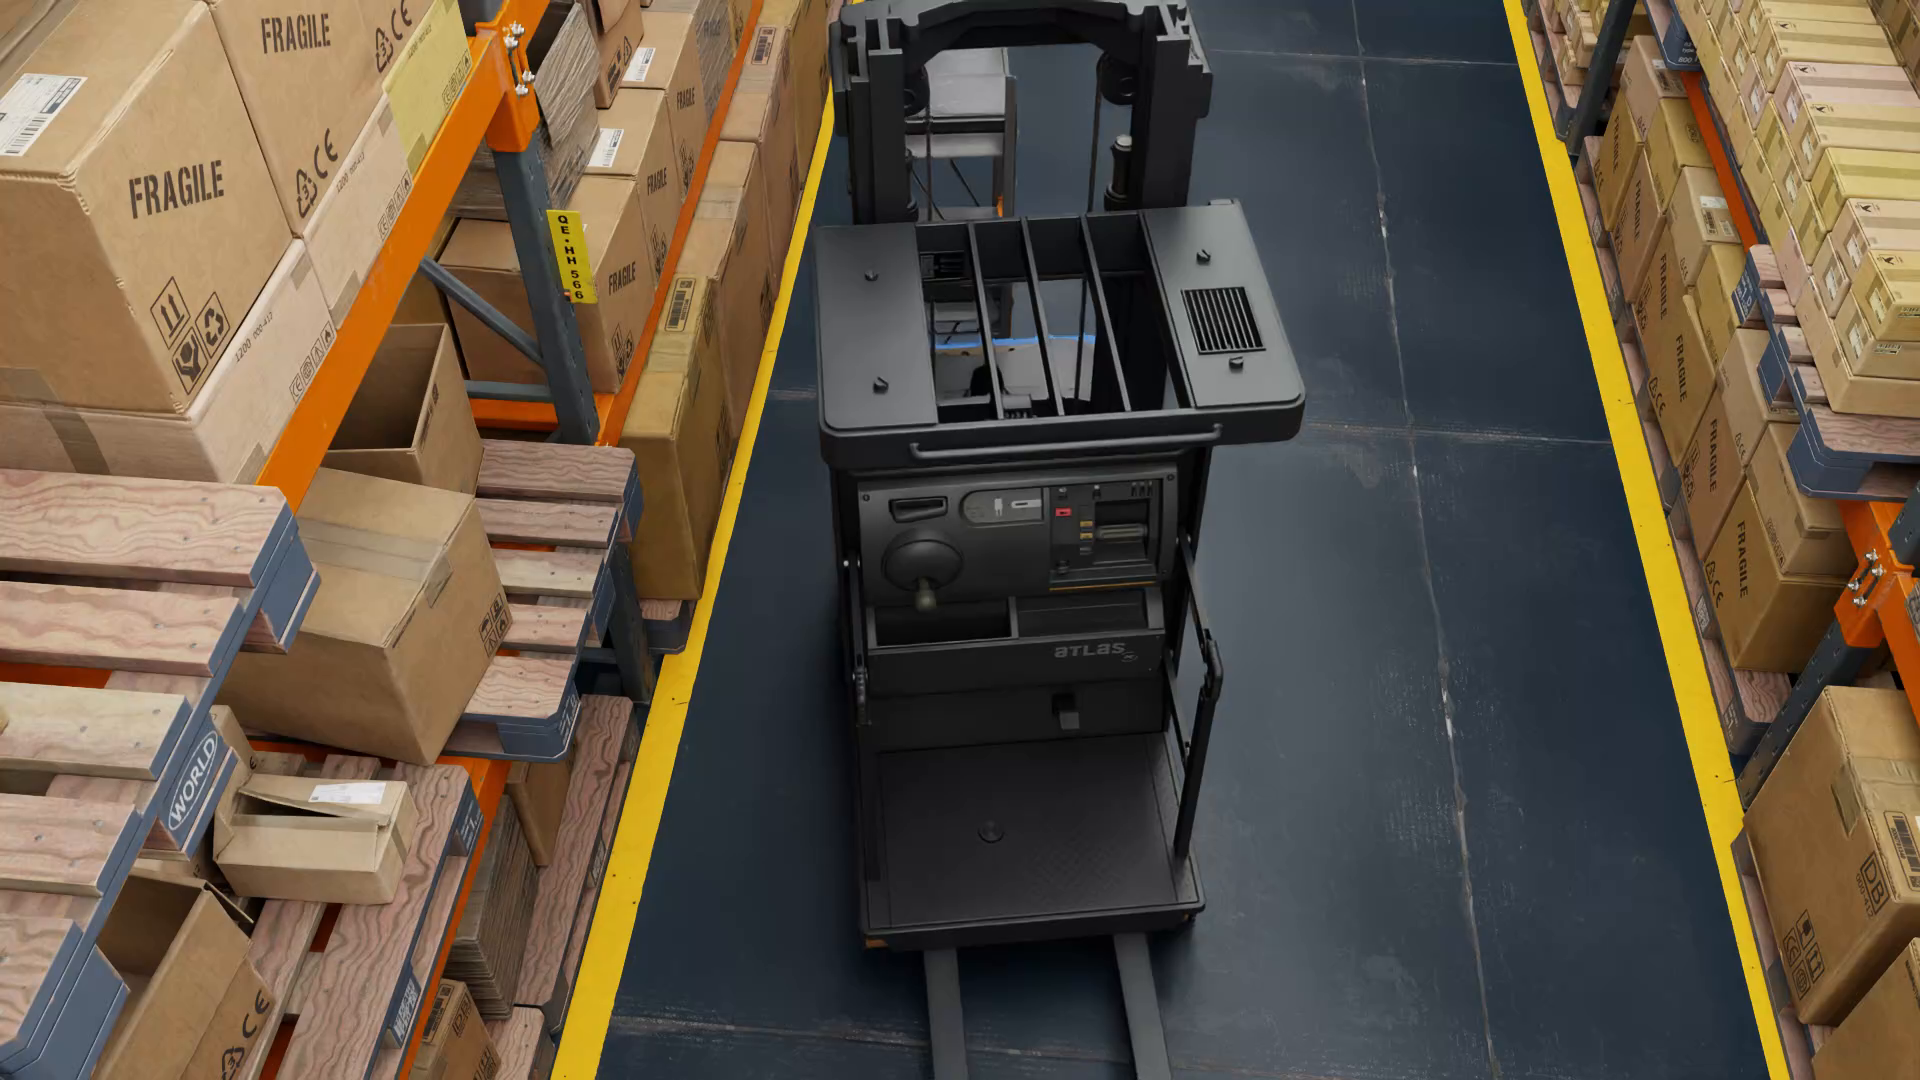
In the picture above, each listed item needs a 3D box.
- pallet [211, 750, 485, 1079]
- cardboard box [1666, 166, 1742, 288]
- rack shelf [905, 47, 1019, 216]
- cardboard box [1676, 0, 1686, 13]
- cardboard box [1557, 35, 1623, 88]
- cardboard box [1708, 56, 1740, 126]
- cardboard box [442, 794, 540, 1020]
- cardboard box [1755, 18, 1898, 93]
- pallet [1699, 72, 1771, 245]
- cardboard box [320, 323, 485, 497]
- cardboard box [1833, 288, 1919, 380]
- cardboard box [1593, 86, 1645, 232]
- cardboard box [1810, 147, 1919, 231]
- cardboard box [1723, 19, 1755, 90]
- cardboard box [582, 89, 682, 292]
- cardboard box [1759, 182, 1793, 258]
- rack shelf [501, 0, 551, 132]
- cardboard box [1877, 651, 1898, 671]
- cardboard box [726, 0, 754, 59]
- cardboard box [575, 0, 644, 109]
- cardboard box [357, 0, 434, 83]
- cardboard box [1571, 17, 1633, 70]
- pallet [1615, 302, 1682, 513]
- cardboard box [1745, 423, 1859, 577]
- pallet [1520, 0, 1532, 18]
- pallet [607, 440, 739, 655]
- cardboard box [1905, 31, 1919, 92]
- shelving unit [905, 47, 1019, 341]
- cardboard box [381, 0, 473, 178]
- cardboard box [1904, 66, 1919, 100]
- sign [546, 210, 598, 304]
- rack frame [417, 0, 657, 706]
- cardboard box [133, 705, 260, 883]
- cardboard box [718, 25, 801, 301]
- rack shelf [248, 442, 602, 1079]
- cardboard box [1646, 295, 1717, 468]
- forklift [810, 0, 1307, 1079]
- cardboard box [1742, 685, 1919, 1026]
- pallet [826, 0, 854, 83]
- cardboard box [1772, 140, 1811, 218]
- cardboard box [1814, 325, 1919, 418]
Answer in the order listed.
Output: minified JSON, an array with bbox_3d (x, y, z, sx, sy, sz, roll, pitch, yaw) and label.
[{"bbox_3d":[-1.790,1.051,3.912,1.003,0.211,1.213,4,48,4],"label":"pallet"},{"bbox_3d":[3.217,-1.263,6.799,0.500,0.250,0.500,6,48,5],"label":"cardboard box"},{"bbox_3d":[-0.033,-1.395,5.699,0.431,0.518,0.480,-2,48,-2],"label":"rack shelf"},{"bbox_3d":[3.080,-2.229,6.668,0.380,0.149,0.250,4,48,4],"label":"cardboard box"},{"bbox_3d":[3.341,-2.493,8.671,0.380,0.149,0.250,4,48,4],"label":"cardboard box"},{"bbox_3d":[3.010,-1.656,6.144,0.380,0.149,0.250,2,48,2],"label":"cardboard box"},{"bbox_3d":[-1.729,1.126,5.109,0.700,0.500,0.500,0,48,0],"label":"cardboard box"},{"bbox_3d":[2.988,-1.662,5.746,0.380,0.149,0.250,6,48,5],"label":"cardboard box"},{"bbox_3d":[3.419,-1.456,6.205,1.003,0.211,1.213,4,48,4],"label":"pallet"},{"bbox_3d":[-1.660,-0.247,4.617,0.500,0.500,0.500,-1,48,-1],"label":"cardboard box"},{"bbox_3d":[2.871,-0.614,4.989,0.380,0.149,0.250,5,48,4],"label":"cardboard box"},{"bbox_3d":[3.313,-1.776,7.777,0.500,0.500,0.500,6,48,5],"label":"cardboard box"},{"bbox_3d":[2.917,-1.089,5.222,0.380,0.149,0.250,5,48,5],"label":"cardboard box"},{"bbox_3d":[3.010,-1.752,6.030,0.380,0.149,0.250,3,48,3],"label":"cardboard box"},{"bbox_3d":[-1.291,-1.223,5.794,0.500,0.500,0.500,3,48,2],"label":"cardboard box"},{"bbox_3d":[2.941,-1.068,5.606,0.380,0.149,0.250,3,48,3],"label":"cardboard box"},{"bbox_3d":[-1.468,-2.710,5.677,1.077,0.370,4.000,4,48,4],"label":"rack shelf"},{"bbox_3d":[3.598,0.136,6.028,0.500,0.500,0.500,2,48,2],"label":"cardboard box"},{"bbox_3d":[-1.149,-2.335,6.811,0.500,0.500,0.500,3,48,3],"label":"cardboard box"},{"bbox_3d":[-1.506,-1.858,5.695,0.797,0.503,0.637,5,48,4],"label":"cardboard box"},{"bbox_3d":[-1.445,-1.319,3.510,0.500,0.500,0.500,5,48,5],"label":"cardboard box"},{"bbox_3d":[3.356,-2.536,8.508,0.380,0.149,0.250,5,48,4],"label":"cardboard box"},{"bbox_3d":[3.466,-0.591,7.173,1.003,0.211,1.213,4,48,4],"label":"pallet"},{"bbox_3d":[3.081,-0.135,5.768,0.500,0.250,0.500,3,48,3],"label":"cardboard box"},{"bbox_3d":[3.779,-3.457,9.794,1.003,0.211,1.213,4,48,4],"label":"pallet"},{"bbox_3d":[-1.504,-0.104,6.728,1.003,0.211,1.213,4,48,4],"label":"pallet"},{"bbox_3d":[3.660,-1.707,5.989,0.380,0.149,0.250,5,48,5],"label":"cardboard box"},{"bbox_3d":[-0.033,-0.932,6.205,0.431,2.100,0.503,-2,48,-2],"label":"shelving unit"},{"bbox_3d":[-1.450,-1.067,3.788,0.500,0.250,0.500,4,48,4],"label":"cardboard box"},{"bbox_3d":[3.665,-1.601,6.093,0.380,0.149,0.250,2,48,2],"label":"cardboard box"},{"bbox_3d":[-1.109,-0.806,4.749,0.100,0.325,0.005,4,48,4],"label":"sign"},{"bbox_3d":[-1.650,-0.471,5.174,1.000,3.000,0.127,4,48,4],"label":"rack frame"},{"bbox_3d":[-2.032,0.654,3.962,0.500,0.250,0.500,3,48,2],"label":"cardboard box"},{"bbox_3d":[-1.405,-1.707,7.460,1.225,0.875,0.875,2,48,2],"label":"cardboard box"},{"bbox_3d":[-1.833,1.241,4.095,1.077,0.370,4.000,4,48,4],"label":"rack shelf"},{"bbox_3d":[3.162,-0.634,6.732,0.500,0.500,0.500,2,48,2],"label":"cardboard box"},{"bbox_3d":[0.194,0.093,4.704,1.130,2.935,3.031,-4,48,-4],"label":"forklift"},{"bbox_3d":[3.135,0.996,5.073,1.050,0.750,0.750,3,48,3],"label":"cardboard box"},{"bbox_3d":[-1.139,-3.023,9.398,1.003,0.211,1.213,4,48,4],"label":"pallet"},{"bbox_3d":[2.939,-1.188,5.514,0.380,0.149,0.250,4,48,4],"label":"cardboard box"},{"bbox_3d":[2.867,-0.514,5.099,0.380,0.149,0.250,5,48,4],"label":"cardboard box"}]
